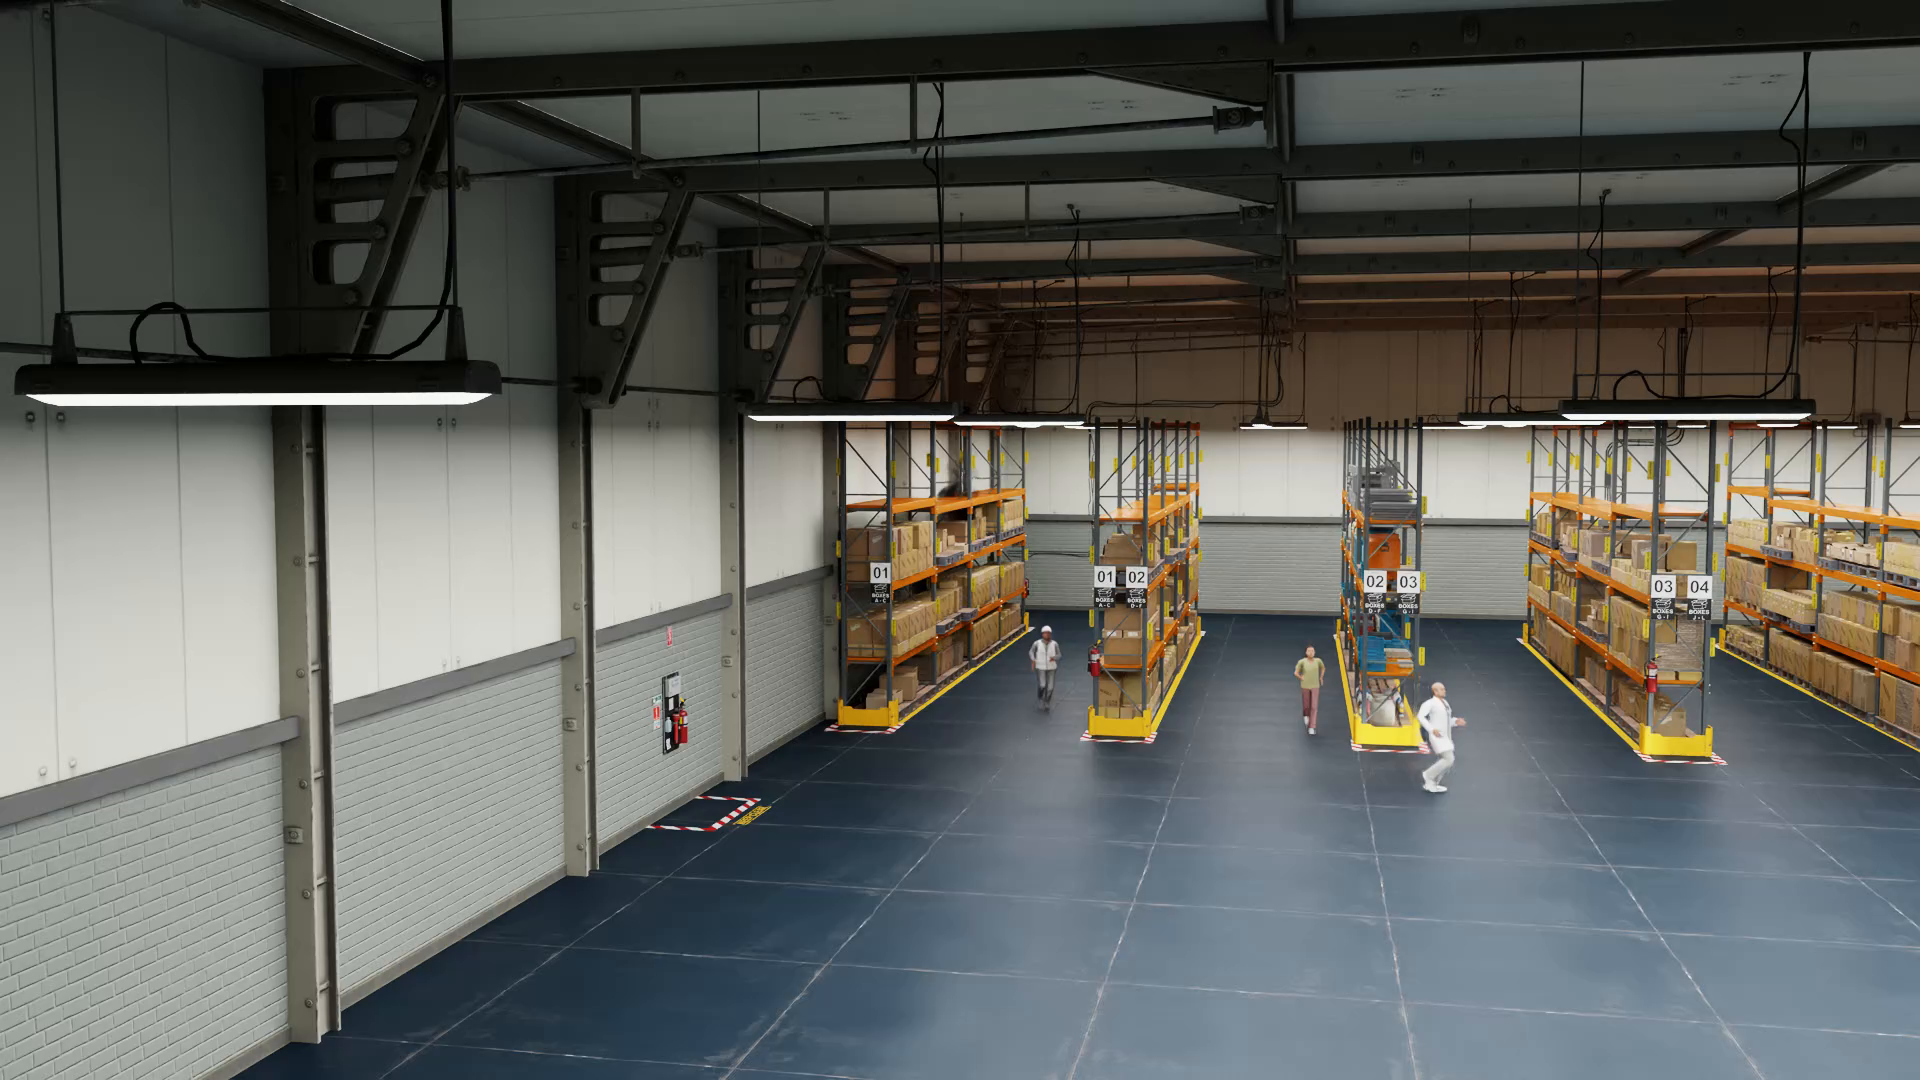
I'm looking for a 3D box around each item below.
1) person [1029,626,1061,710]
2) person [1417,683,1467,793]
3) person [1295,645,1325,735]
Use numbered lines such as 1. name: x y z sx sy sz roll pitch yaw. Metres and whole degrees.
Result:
1. person: 1.755 2.628 34.024 0.635 1.734 0.653 0 4 -6
2. person: 7.647 3.241 26.307 0.642 1.535 0.694 3 5 38
3. person: 6.686 2.829 31.766 0.583 1.664 0.928 1 4 8
